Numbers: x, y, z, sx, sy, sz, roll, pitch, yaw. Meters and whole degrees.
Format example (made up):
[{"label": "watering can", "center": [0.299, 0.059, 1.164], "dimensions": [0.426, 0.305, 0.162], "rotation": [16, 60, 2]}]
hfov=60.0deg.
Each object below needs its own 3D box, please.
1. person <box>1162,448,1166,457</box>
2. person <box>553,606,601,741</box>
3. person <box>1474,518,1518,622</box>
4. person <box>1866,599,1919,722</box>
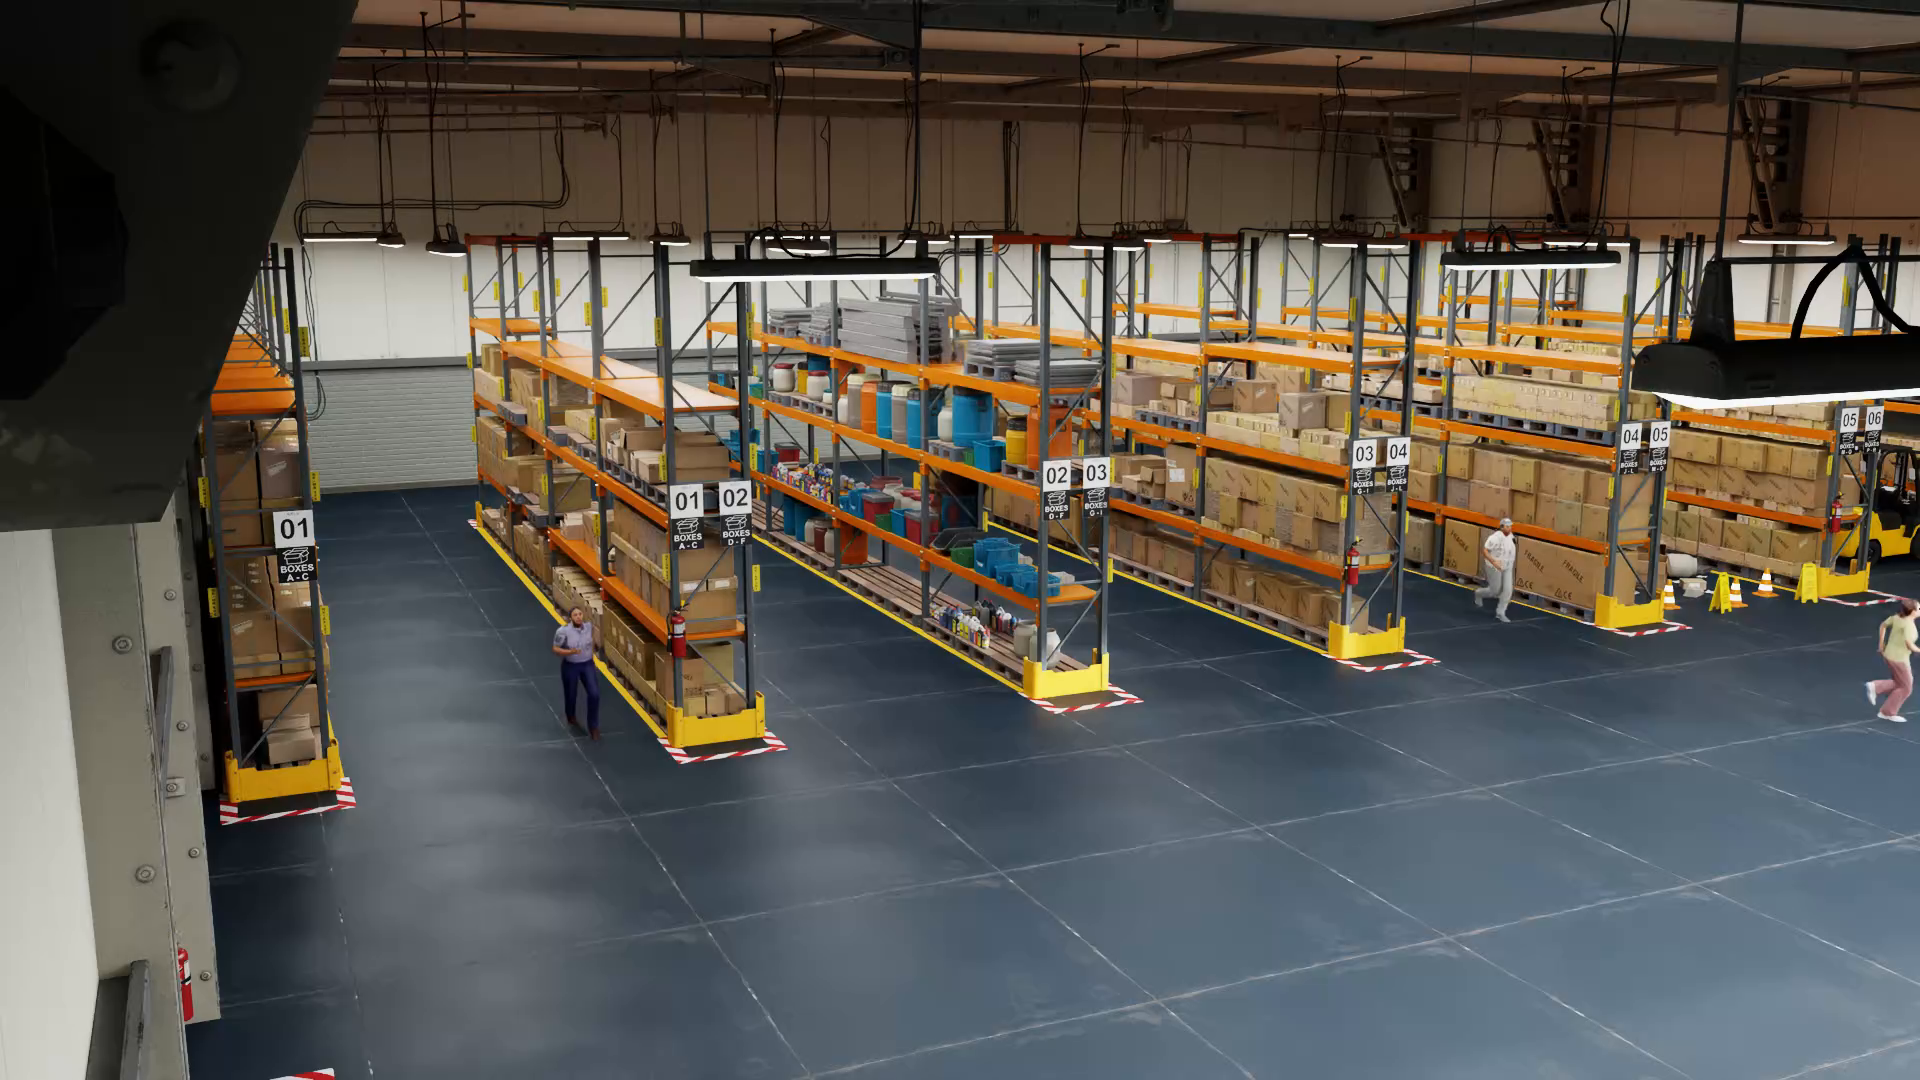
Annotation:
[{"label": "person", "center": [5.202, -2.443, 41.452], "dimensions": [0.591, 1.666, 0.787], "rotation": [-10, 15, -42]}, {"label": "person", "center": [-4.759, 1.622, 20.573], "dimensions": [0.578, 1.702, 0.815], "rotation": [-5, 12, -25]}, {"label": "person", "center": [8.611, 0.447, 26.625], "dimensions": [0.630, 1.650, 0.750], "rotation": [-6, 12, -27]}, {"label": "person", "center": [11.901, 1.525, 21.105], "dimensions": [0.640, 1.624, 0.618], "rotation": [1, 11, 7]}]
